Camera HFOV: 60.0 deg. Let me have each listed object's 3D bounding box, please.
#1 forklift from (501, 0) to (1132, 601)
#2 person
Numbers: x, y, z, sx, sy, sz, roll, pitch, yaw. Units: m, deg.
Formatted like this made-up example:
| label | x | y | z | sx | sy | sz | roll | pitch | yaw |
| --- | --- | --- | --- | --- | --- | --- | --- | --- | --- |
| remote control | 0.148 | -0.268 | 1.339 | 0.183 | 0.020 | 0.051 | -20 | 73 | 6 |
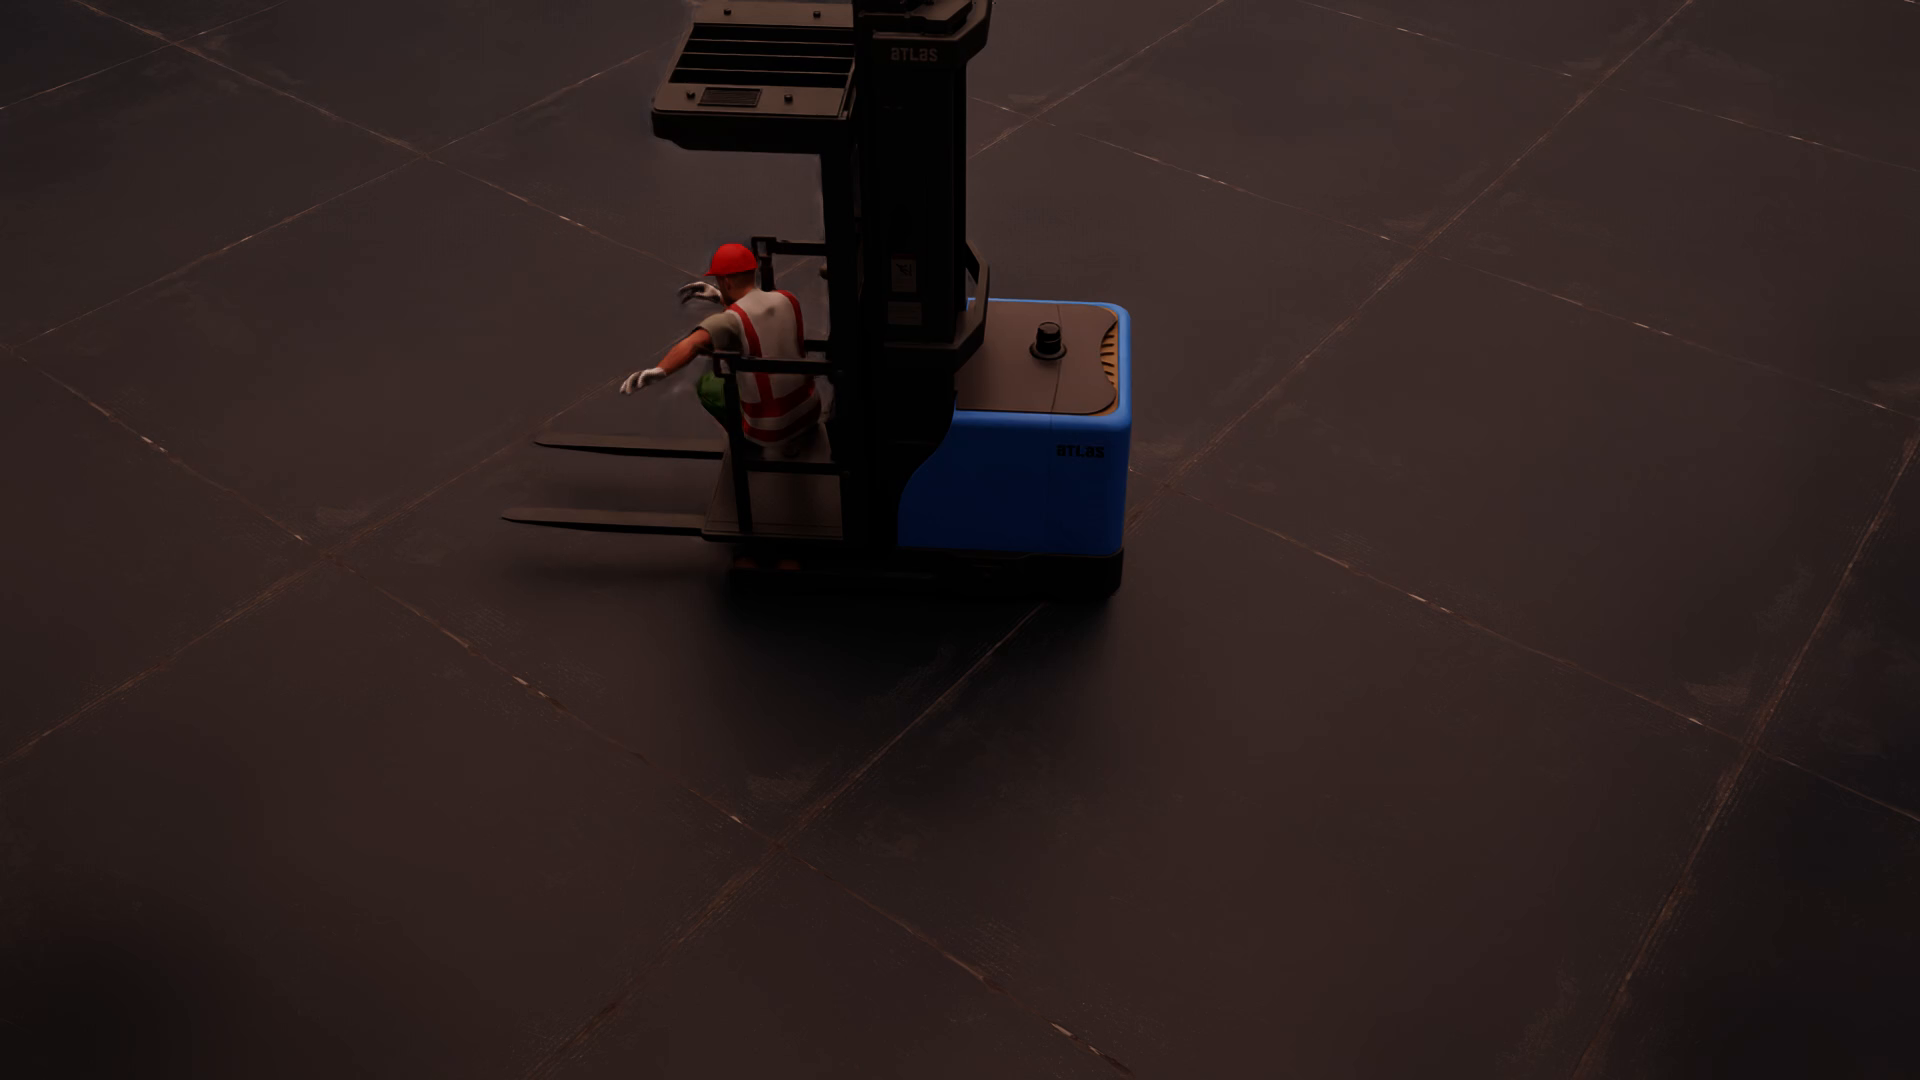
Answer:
| label | x | y | z | sx | sy | sz | roll | pitch | yaw |
| --- | --- | --- | --- | --- | --- | --- | --- | --- | --- |
| forklift | -0.708 | -1.200 | 7.482 | 3.031 | 2.935 | 1.130 | 3 | 41 | 3 |
| person | -1.108 | -0.659 | 7.833 | 1.368 | 1.413 | 0.761 | -32 | 50 | -32 |
